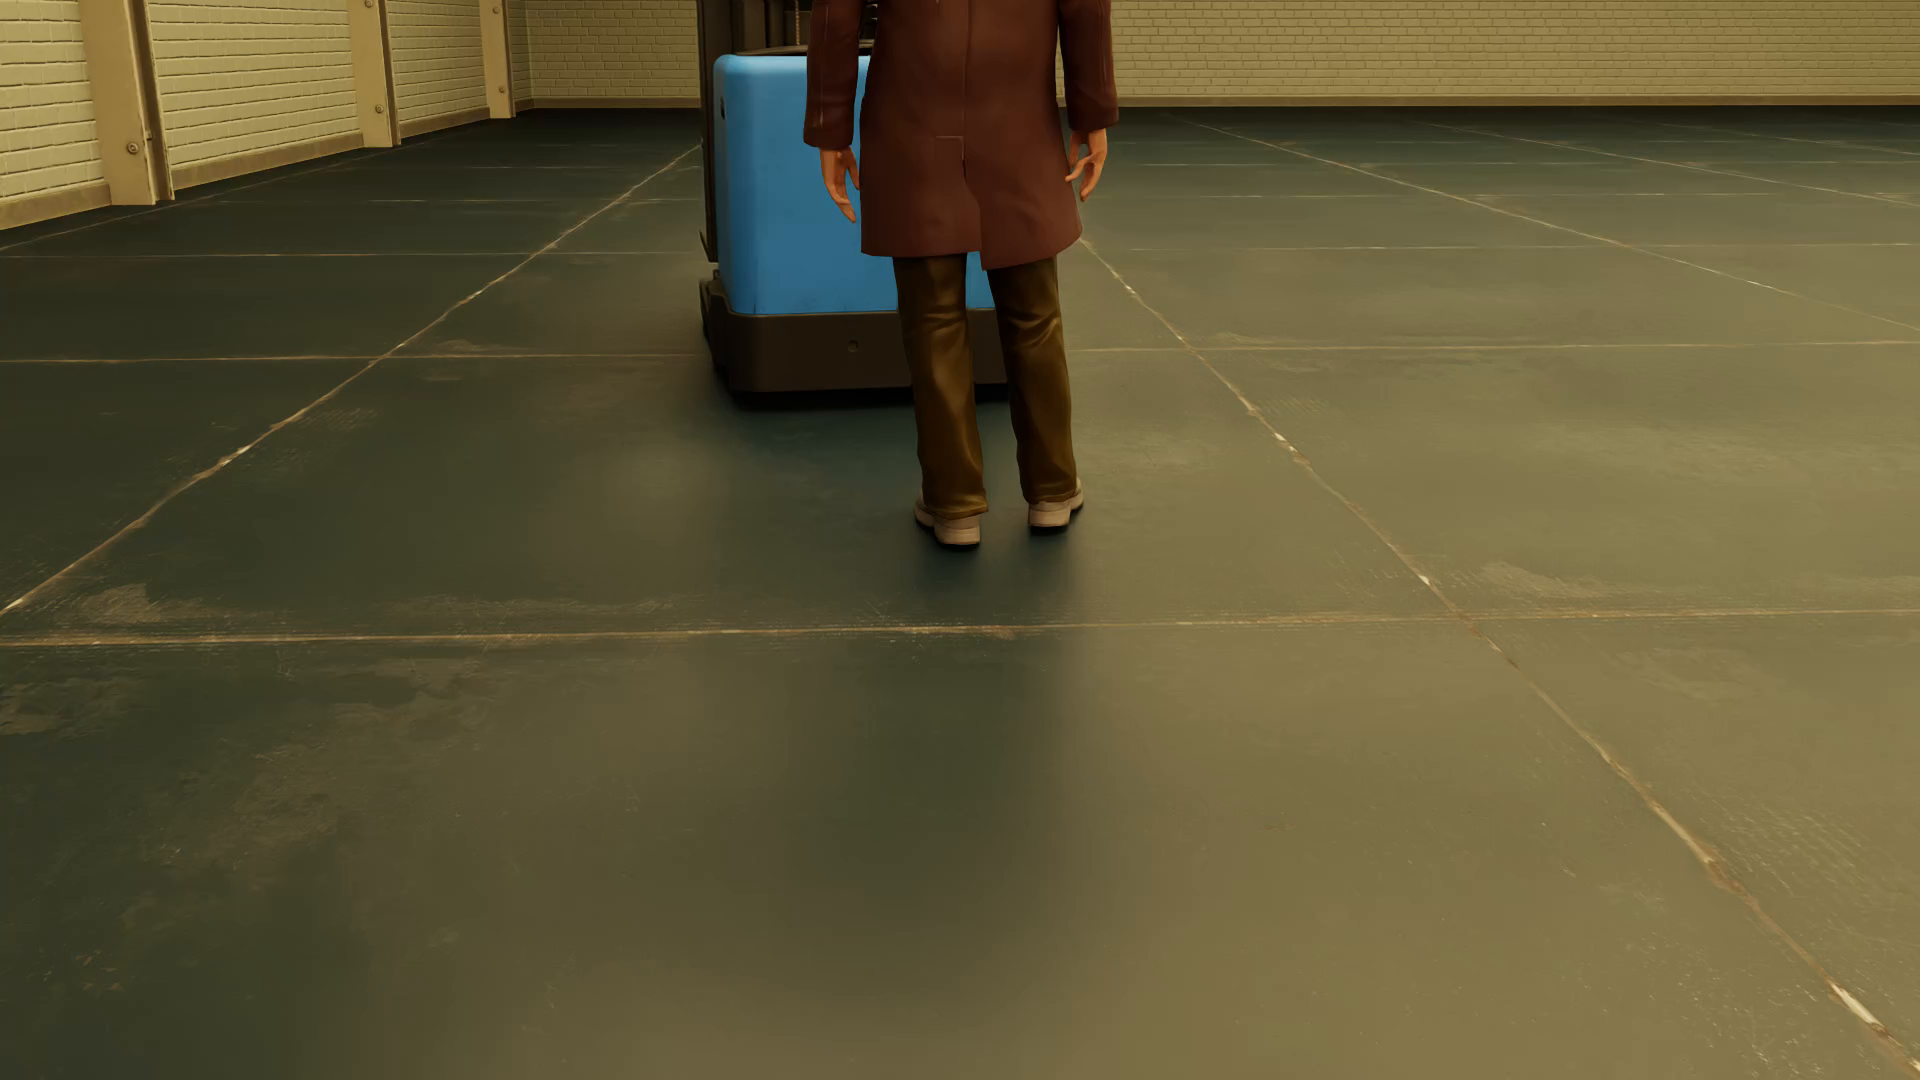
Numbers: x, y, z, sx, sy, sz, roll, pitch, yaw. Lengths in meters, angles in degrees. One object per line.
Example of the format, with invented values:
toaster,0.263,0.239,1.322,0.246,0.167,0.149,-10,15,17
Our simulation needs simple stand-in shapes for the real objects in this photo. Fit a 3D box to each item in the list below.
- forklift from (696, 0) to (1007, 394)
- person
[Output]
forklift,-0.463,-2.249,6.261,1.130,2.935,3.031,-3,17,-10
person,-0.001,-0.884,3.744,0.696,1.778,0.579,-1,17,-3
